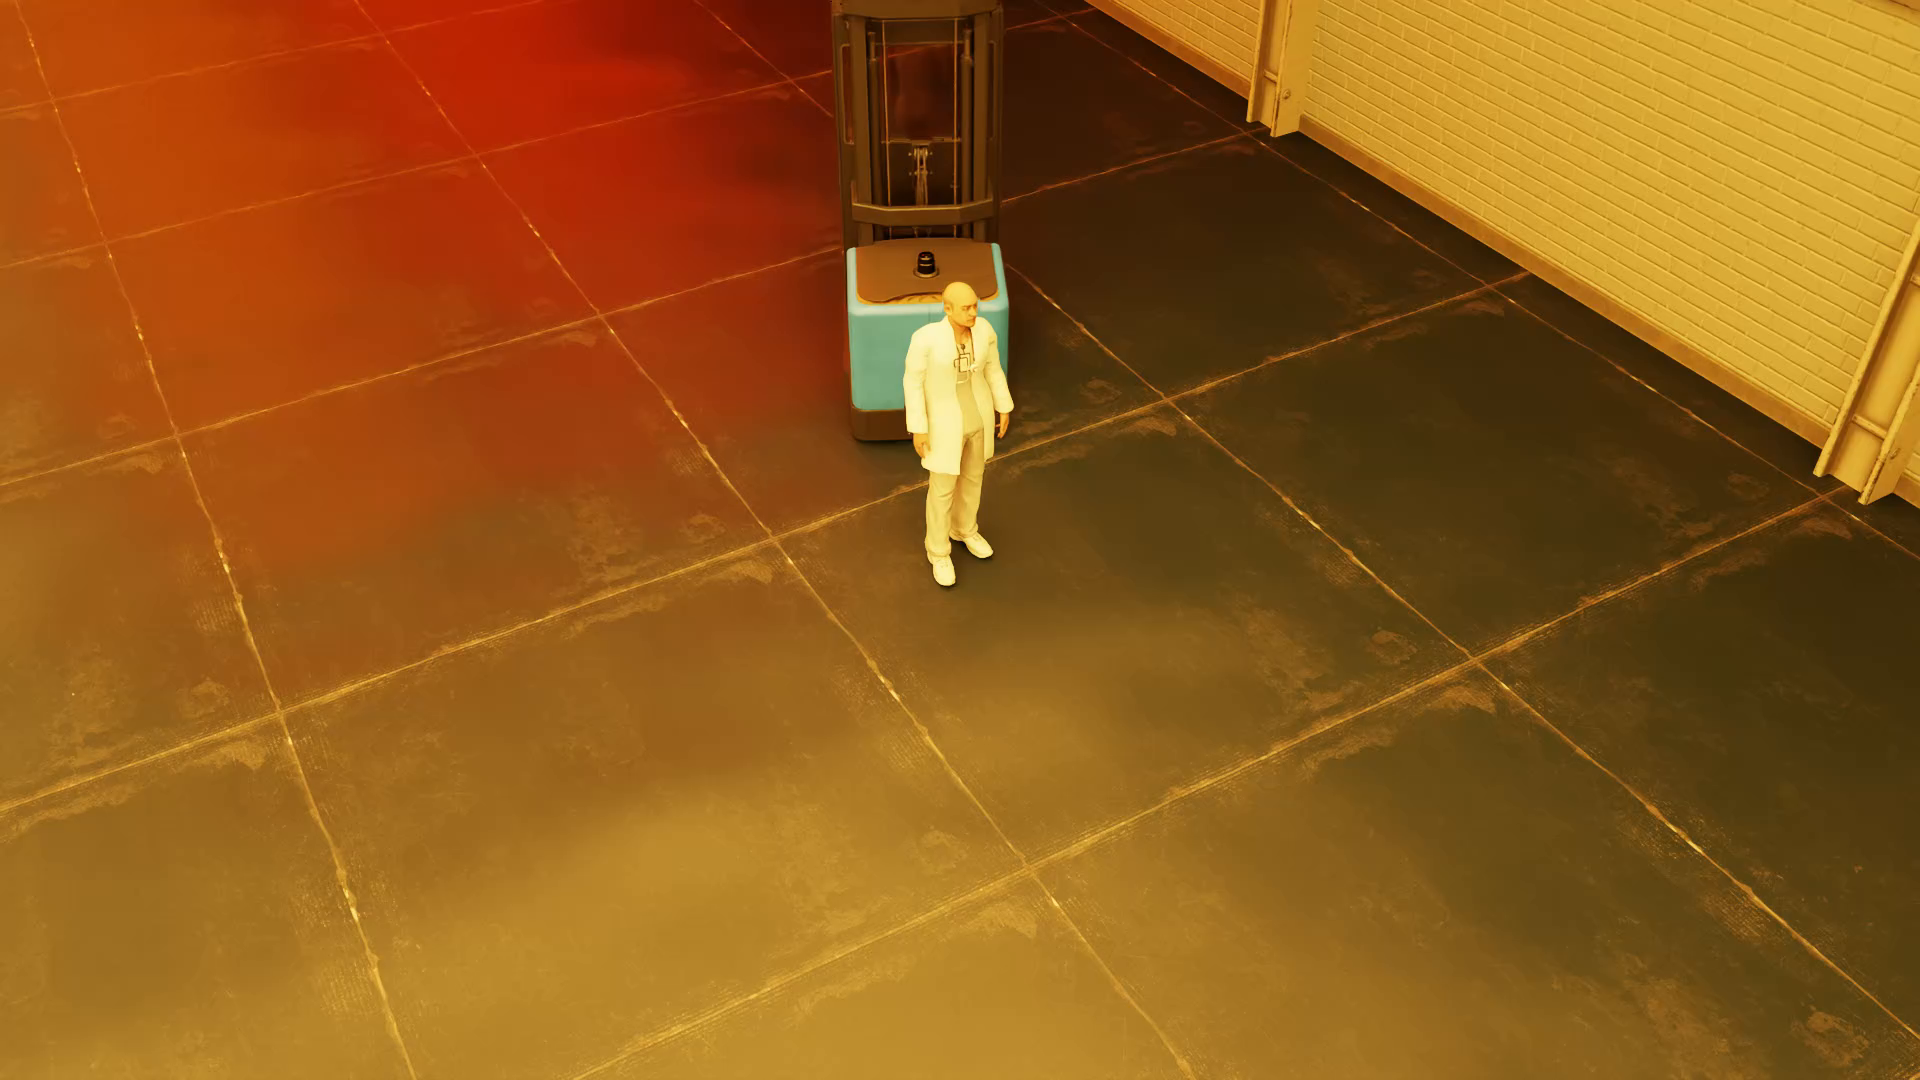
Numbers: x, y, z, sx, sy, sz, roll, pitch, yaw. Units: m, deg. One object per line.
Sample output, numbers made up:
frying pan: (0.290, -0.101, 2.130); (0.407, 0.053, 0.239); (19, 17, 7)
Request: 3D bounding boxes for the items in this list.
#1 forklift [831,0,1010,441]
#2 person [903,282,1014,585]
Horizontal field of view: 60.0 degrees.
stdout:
forklift: (-0.286, -2.710, 11.304); (1.130, 2.935, 3.031); (-2, 40, -3)
person: (0.042, -0.639, 9.698); (0.698, 1.777, 0.580); (-20, 44, -23)
